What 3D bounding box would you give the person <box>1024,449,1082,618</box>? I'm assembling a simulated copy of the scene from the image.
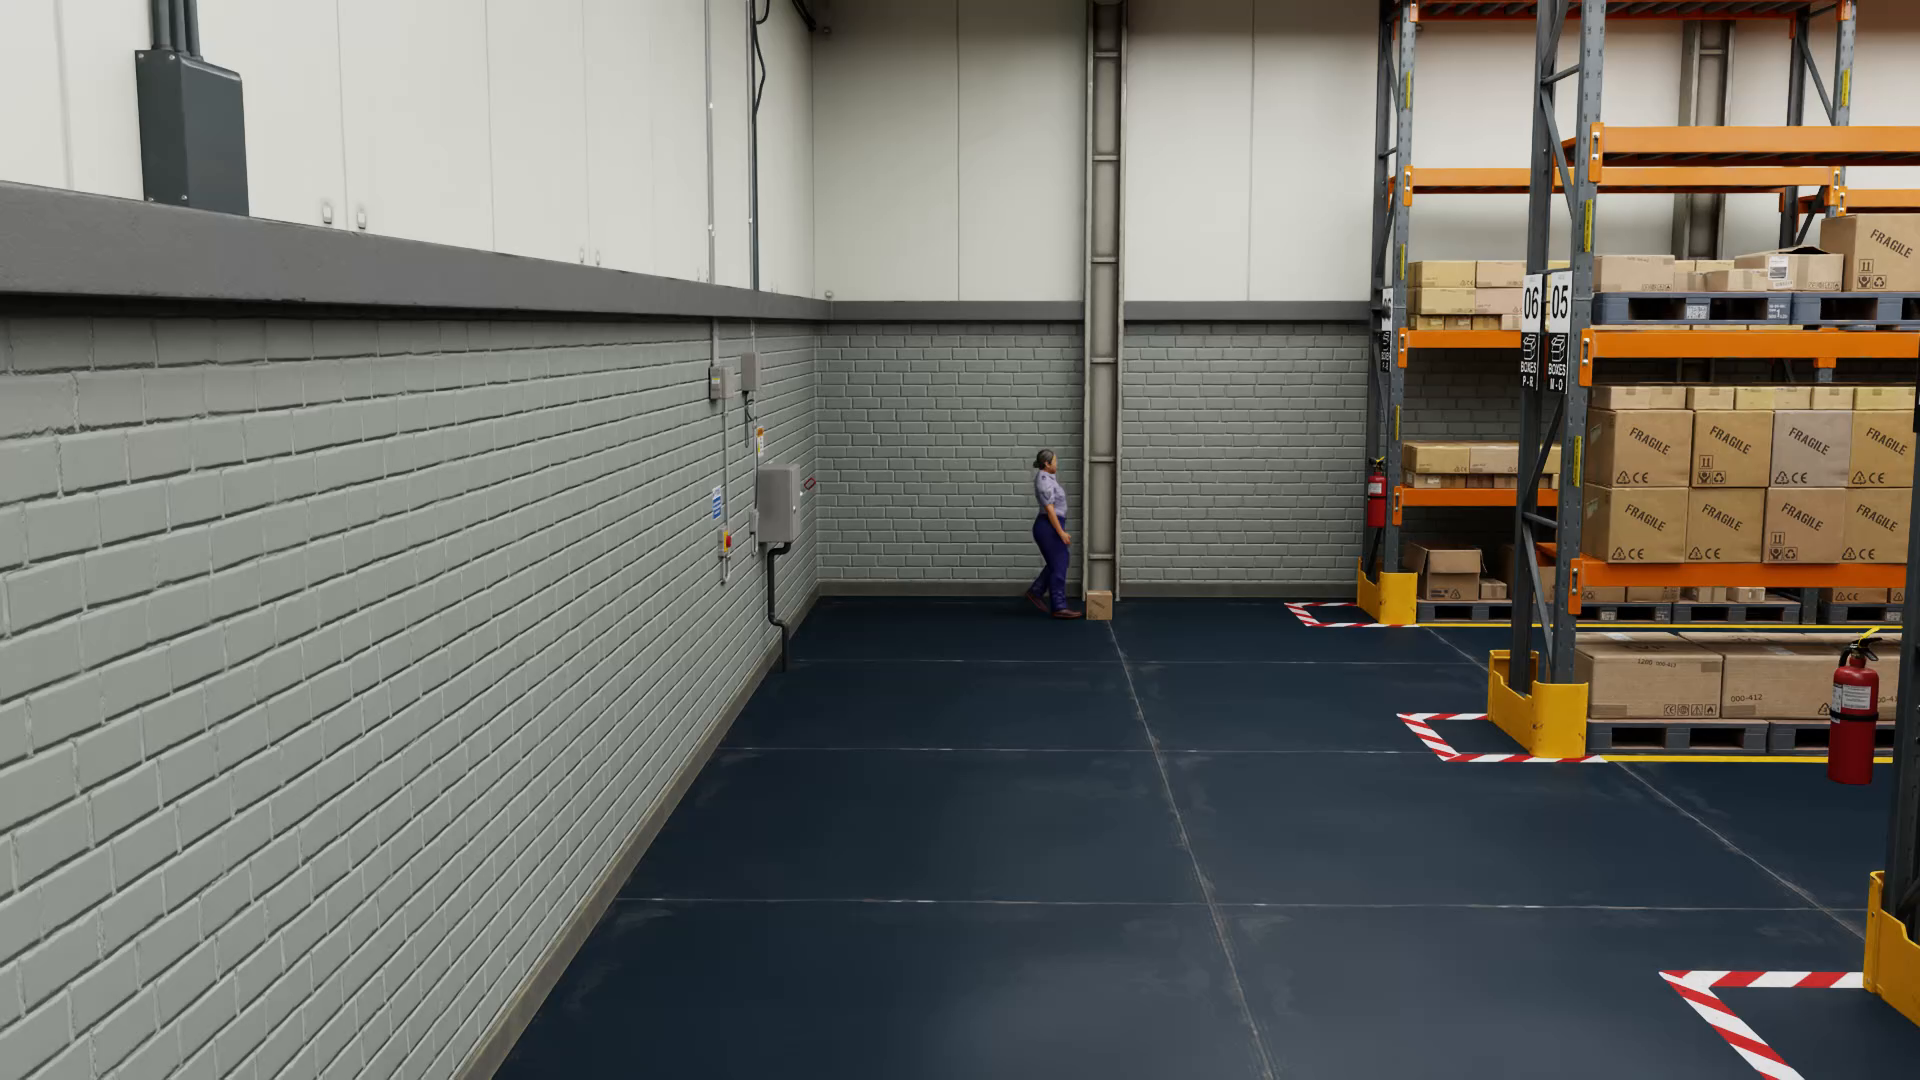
[{"bbox_3d":[0.914,-0.069,16.242,0.561,1.643,0.497,0,7,0],"label":"person"}]
